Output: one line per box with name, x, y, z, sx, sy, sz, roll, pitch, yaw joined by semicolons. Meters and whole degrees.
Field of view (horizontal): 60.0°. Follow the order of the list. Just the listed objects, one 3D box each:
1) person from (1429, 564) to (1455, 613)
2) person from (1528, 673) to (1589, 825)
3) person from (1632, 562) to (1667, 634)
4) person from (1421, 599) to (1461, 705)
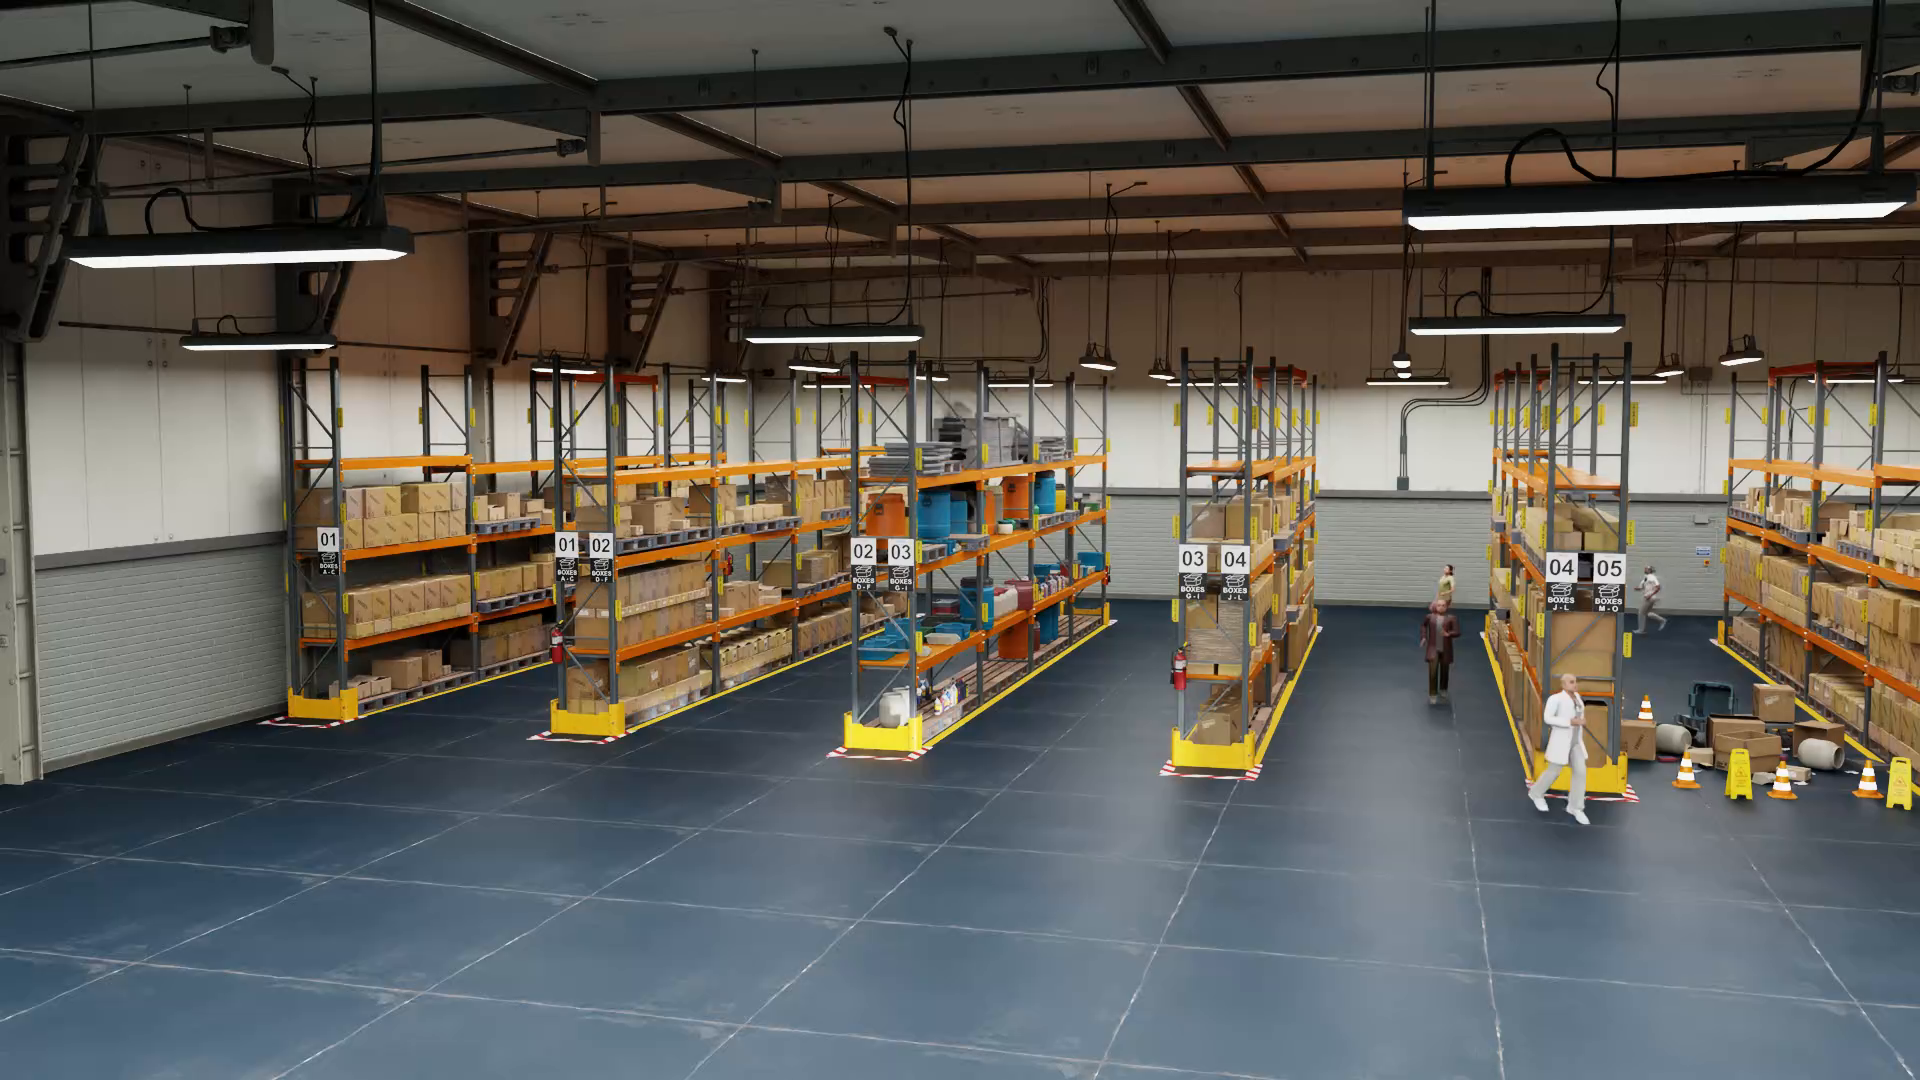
person;11.246;1.356;38.707;0.542;1.602;0.602;-2;5;-24
person;7.586;2.574;20.865;0.706;1.815;0.950;-2;5;-24
person;15.943;1.347;38.362;0.767;1.659;0.581;1;4;13
person;8.440;1.938;29.239;0.694;1.792;0.992;1;4;18
